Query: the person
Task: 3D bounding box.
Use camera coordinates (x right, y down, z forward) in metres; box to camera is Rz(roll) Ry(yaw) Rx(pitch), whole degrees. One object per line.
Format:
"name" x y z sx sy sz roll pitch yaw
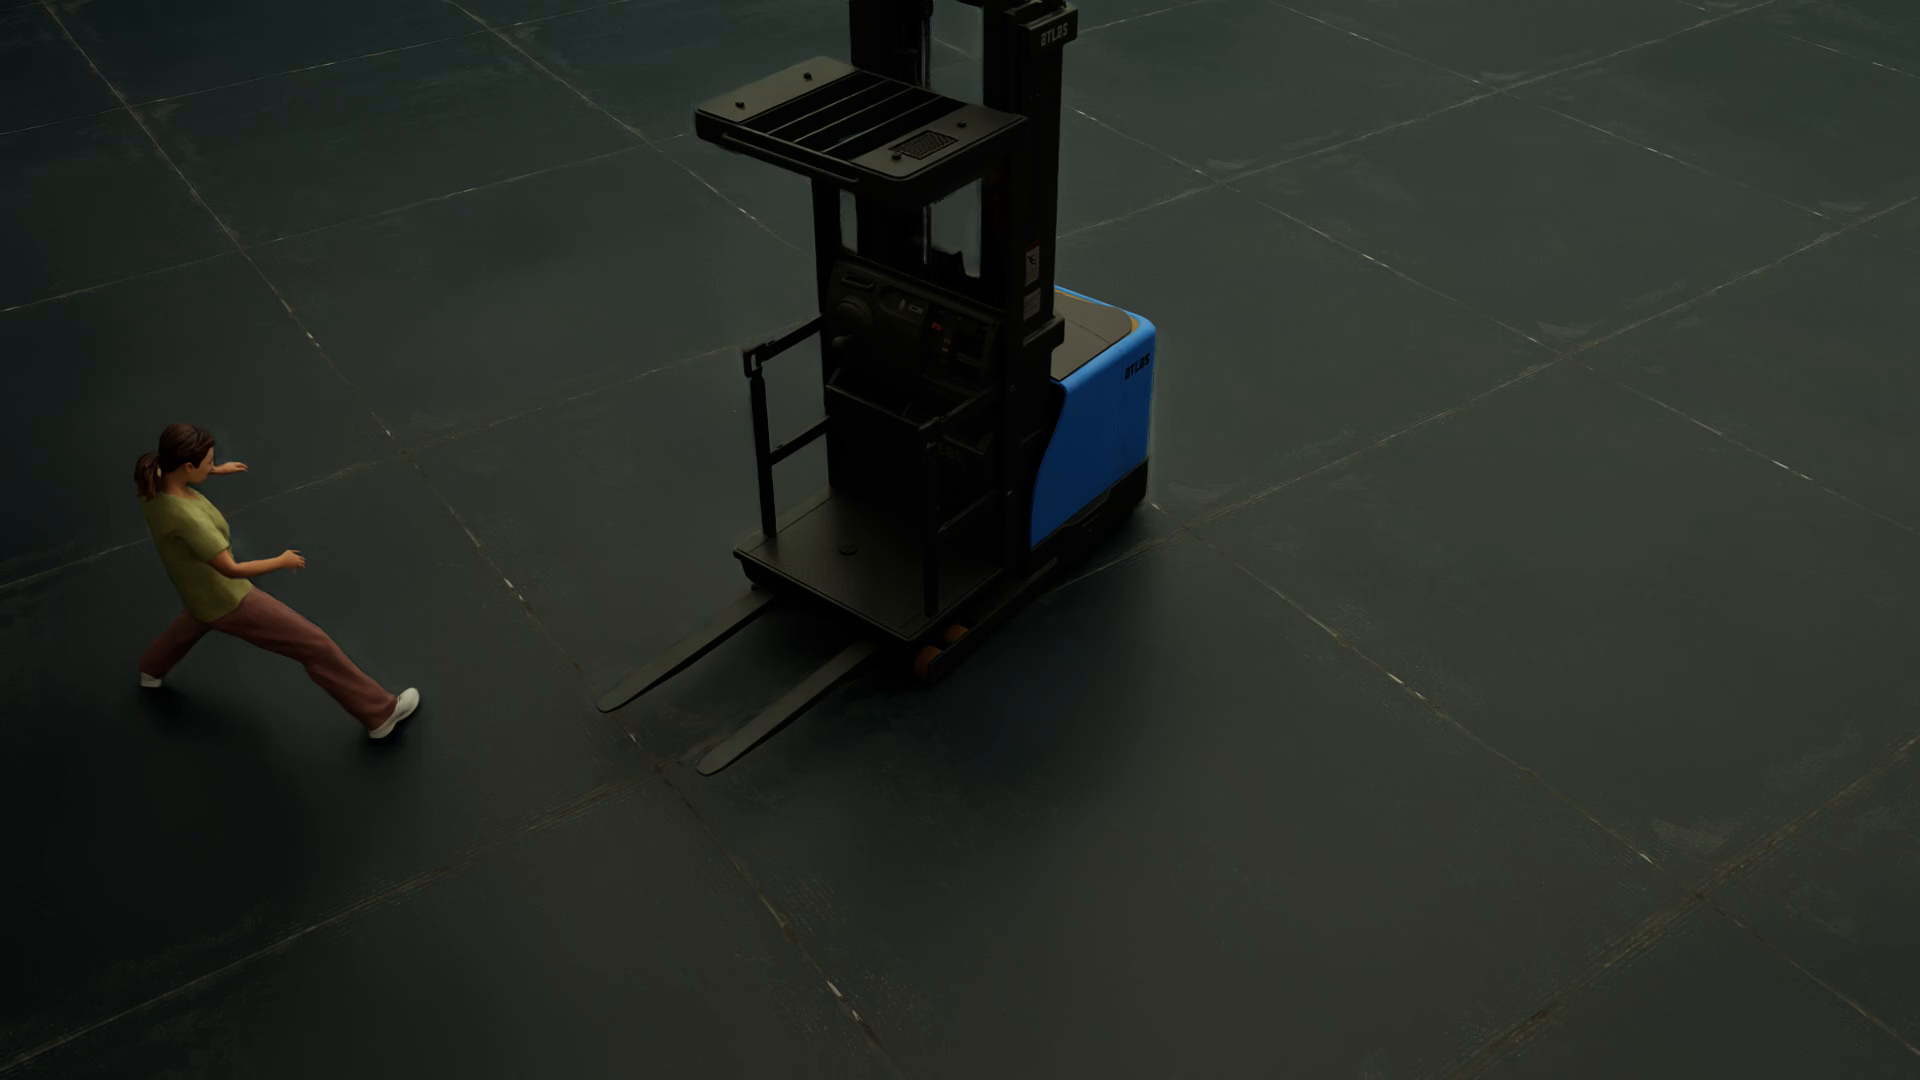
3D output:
"person" -3.059 0.099 7.031 0.902 1.473 1.200 -29 45 -33

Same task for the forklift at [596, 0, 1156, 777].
"forklift" -0.348 -0.869 7.119 1.130 2.935 3.031 25 43 30
